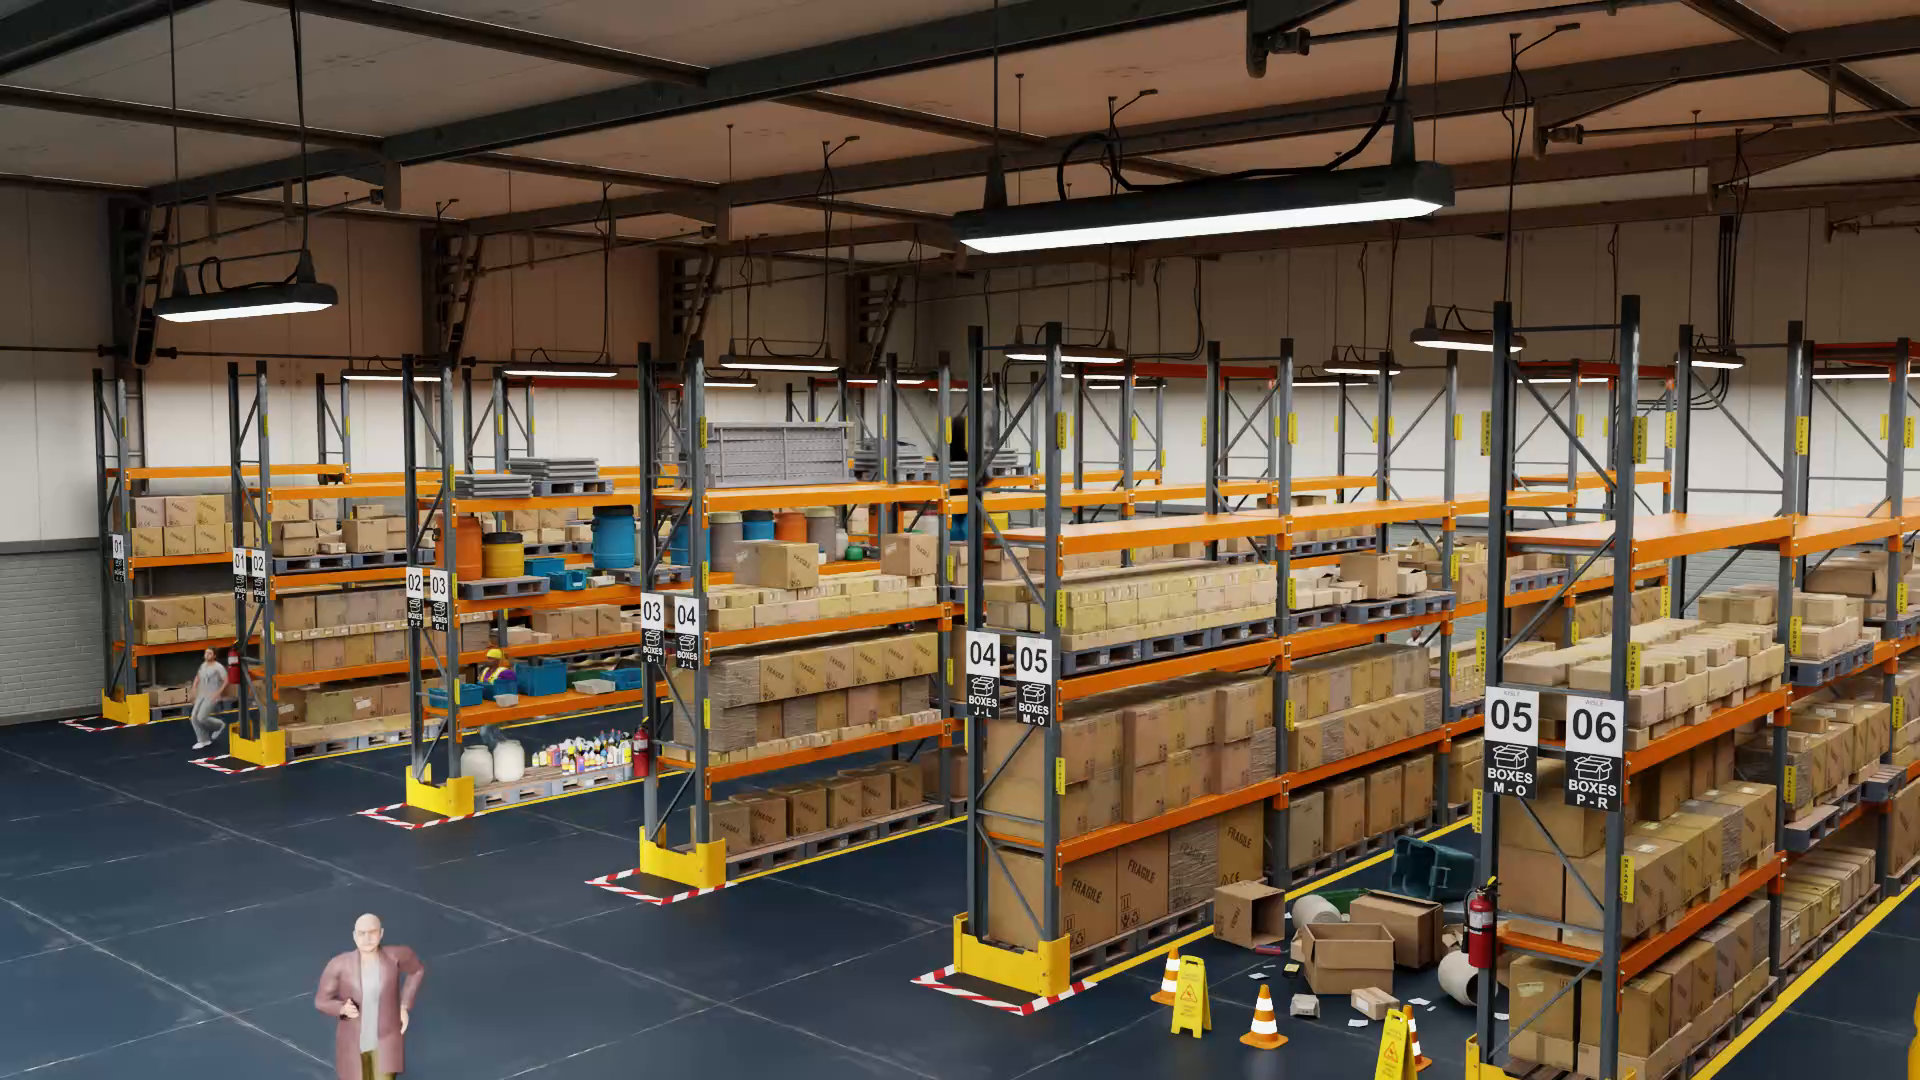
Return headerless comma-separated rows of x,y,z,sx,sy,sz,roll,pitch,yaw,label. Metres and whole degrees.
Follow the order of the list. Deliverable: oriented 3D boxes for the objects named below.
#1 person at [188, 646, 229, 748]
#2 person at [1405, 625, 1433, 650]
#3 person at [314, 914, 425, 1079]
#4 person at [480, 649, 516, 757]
-11.745,2.458,26.063,0.609,1.627,0.554,2,5,24,person
7.867,2.249,28.543,0.596,1.672,0.669,4,5,40,person
-4.001,3.442,11.302,0.699,1.837,0.811,-1,4,-15,person
-6.846,2.497,24.358,0.673,1.812,0.706,4,6,43,person
